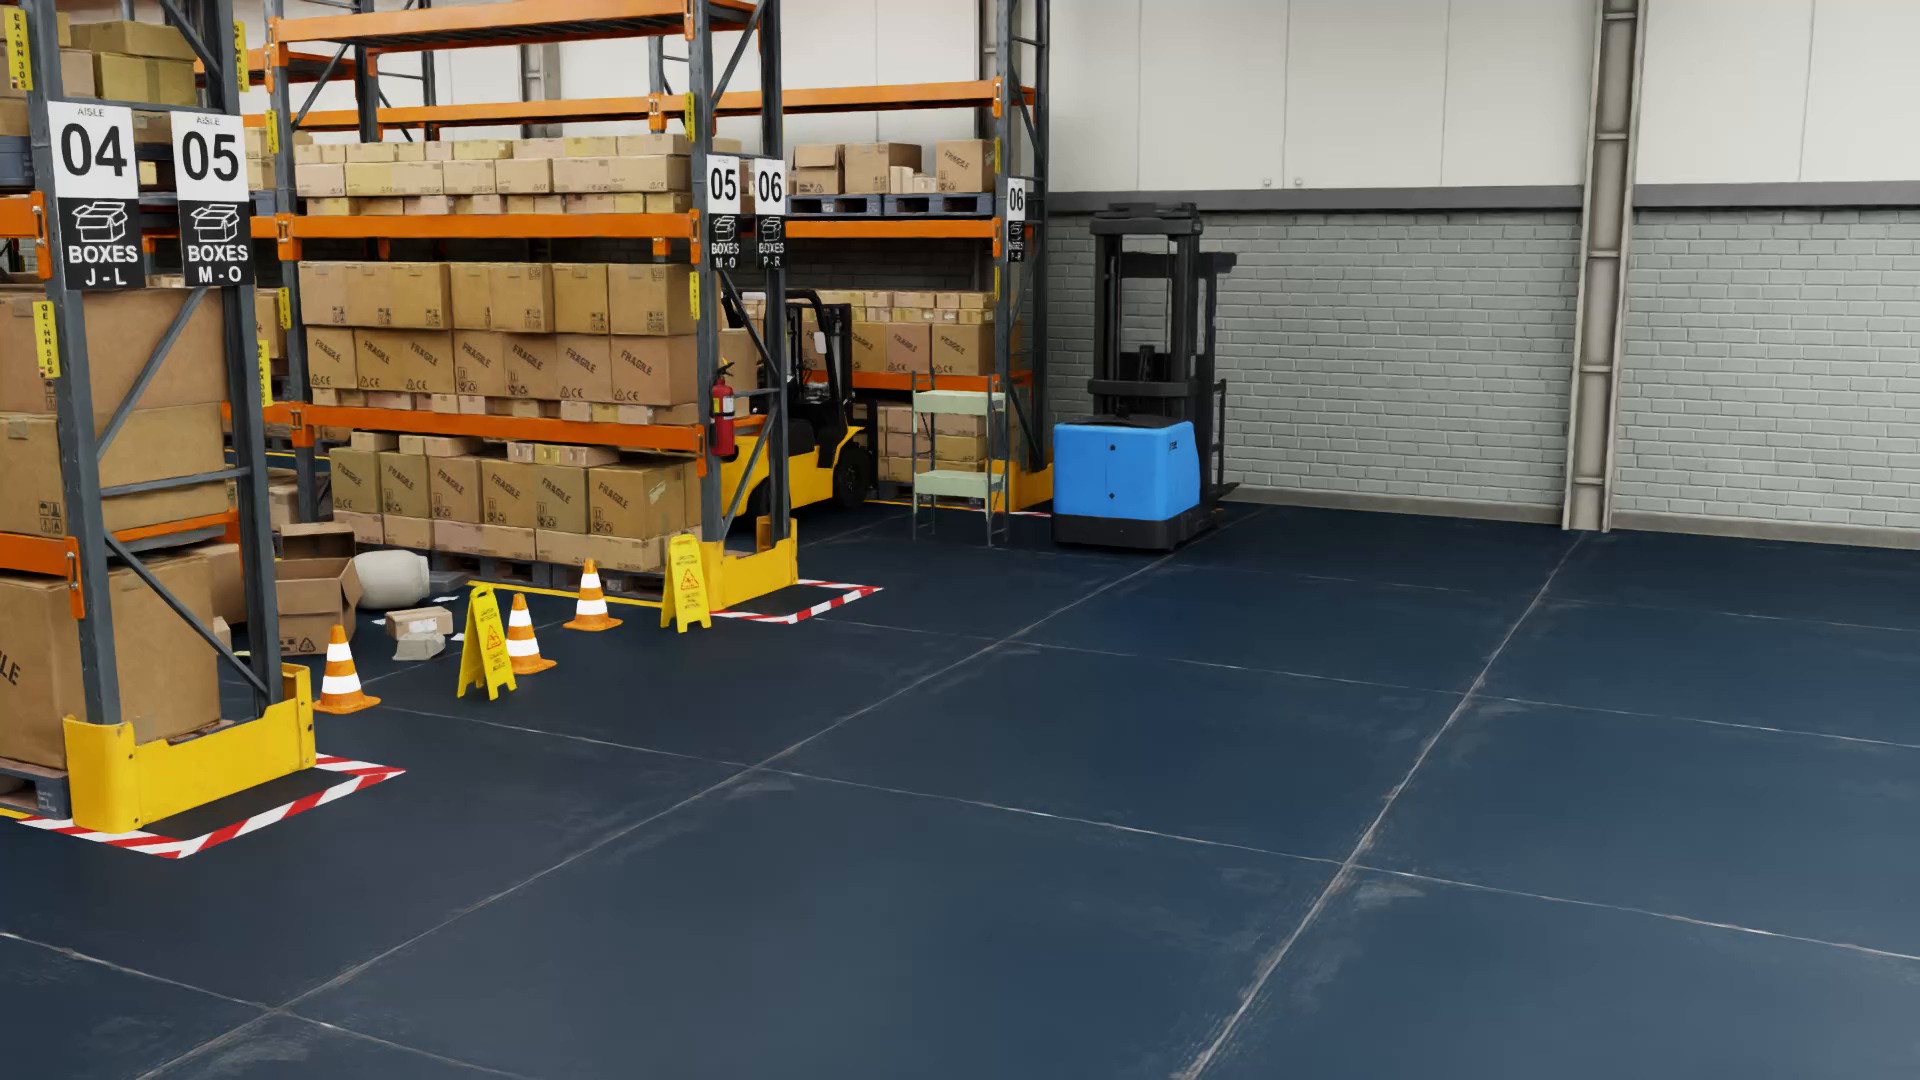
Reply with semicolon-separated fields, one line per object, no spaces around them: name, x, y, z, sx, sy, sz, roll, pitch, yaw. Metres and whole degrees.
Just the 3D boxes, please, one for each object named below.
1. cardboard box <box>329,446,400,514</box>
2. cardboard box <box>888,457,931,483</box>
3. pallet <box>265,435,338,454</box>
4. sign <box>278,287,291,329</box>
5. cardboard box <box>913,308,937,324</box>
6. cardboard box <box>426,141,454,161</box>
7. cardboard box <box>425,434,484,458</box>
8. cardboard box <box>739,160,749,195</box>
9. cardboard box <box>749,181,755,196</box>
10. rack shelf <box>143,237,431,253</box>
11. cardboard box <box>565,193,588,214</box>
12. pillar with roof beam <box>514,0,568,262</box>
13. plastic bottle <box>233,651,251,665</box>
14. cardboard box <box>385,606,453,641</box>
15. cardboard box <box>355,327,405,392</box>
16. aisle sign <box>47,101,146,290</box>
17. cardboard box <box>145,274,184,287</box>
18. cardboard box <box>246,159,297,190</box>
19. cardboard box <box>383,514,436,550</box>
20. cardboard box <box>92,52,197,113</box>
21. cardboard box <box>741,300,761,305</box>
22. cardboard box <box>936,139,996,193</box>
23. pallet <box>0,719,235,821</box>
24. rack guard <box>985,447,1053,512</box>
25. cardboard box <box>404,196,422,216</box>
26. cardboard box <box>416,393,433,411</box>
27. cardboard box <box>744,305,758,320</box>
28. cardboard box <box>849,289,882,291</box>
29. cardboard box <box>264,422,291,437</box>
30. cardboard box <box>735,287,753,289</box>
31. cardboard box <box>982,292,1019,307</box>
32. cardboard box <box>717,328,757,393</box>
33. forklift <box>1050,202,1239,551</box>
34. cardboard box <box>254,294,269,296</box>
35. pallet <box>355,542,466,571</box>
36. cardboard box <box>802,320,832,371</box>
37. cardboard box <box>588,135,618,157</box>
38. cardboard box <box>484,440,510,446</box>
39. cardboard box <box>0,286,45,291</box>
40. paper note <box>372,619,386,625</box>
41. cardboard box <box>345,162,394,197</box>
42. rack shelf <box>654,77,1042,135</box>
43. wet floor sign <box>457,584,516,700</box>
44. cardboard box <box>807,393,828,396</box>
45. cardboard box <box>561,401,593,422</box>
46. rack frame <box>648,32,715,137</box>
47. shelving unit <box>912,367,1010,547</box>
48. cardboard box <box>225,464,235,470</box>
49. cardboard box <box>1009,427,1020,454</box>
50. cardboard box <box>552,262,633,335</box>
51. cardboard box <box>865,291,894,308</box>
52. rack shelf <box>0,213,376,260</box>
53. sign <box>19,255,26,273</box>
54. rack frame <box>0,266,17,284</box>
cardboard box;-4.758;-0.510;13.561;0.500;0.500;0.500;6;12;29
cardboard box;-0.390;-0.736;16.914;0.500;0.250;0.500;5;11;26
pallet;-8.304;-1.274;21.178;1.213;0.211;1.003;5;11;26
sign;-5.410;-1.858;13.321;0.005;0.325;0.100;5;11;26
cardboard box;-0.270;-2.251;16.645;0.250;0.149;0.380;5;12;27
cardboard box;-3.837;-2.951;12.656;0.250;0.149;0.380;5;11;25
cardboard box;-3.968;-0.749;13.059;0.250;0.149;0.380;6;12;29
cardboard box;-1.913;-2.693;12.348;0.500;0.250;0.500;5;11;25
cardboard box;-2.017;-3.634;17.209;0.250;0.149;0.380;5;12;28
rack shelf;-8.355;-3.765;20.707;4.000;0.370;1.077;5;11;26
cardboard box;-2.683;-2.469;12.232;0.250;0.149;0.380;5;11;26
pillar with roof beam;-6.898;-4.791;15.934;0.400;9.000;9.100;5;11;26
plastic bottle;-4.501;0.741;10.465;0.283;0.061;0.133;1;10;6
cardboard box;-3.649;0.560;11.216;0.380;0.149;0.250;-7;12;-33
cardboard box;-4.436;-1.458;13.245;0.500;0.500;0.500;5;11;26
aisle sign;-3.749;-1.489;7.235;0.004;0.787;0.394;5;11;26
cardboard box;-7.163;-2.330;15.064;0.250;0.149;0.380;4;11;23
cardboard box;-5.755;-3.009;13.751;0.500;0.250;0.500;5;11;25
cardboard box;-4.274;-0.101;13.406;0.500;0.250;0.500;6;12;29
cardboard box;-3.999;-2.147;7.872;0.500;0.250;0.500;5;11;26
cardboard box;-2.127;-2.551;17.464;0.250;0.149;0.380;5;12;27
cardboard box;0.108;-3.632;16.211;0.500;0.500;0.500;5;12;28
pallet;-4.432;1.058;8.290;1.213;0.211;1.003;5;11;26
rack guard;0.634;-0.623;16.768;0.348;0.500;1.175;5;11;26
cardboard box;-4.074;-2.585;12.875;0.250;0.149;0.380;5;11;24
cardboard box;-4.066;-1.109;13.138;0.250;0.149;0.380;5;11;26
cardboard box;-2.138;-2.404;17.487;0.250;0.149;0.380;5;12;27
cardboard box;-0.968;-2.557;17.496;0.250;0.149;0.380;5;11;26
cardboard box;-8.425;-1.581;20.881;0.500;0.500;0.500;5;11;24
cardboard box;-2.348;-2.681;18.186;0.250;0.149;0.380;5;11;24
cardboard box;0.406;-2.430;16.798;0.250;0.149;0.380;5;11;25
cardboard box;-1.882;-1.339;12.590;0.500;0.500;0.500;5;11;25
forklift;1.853;-1.571;15.182;1.130;2.935;3.031;5;11;24
cardboard box;-6.128;-1.818;14.056;0.500;0.500;0.500;5;11;26
pallet;-4.549;0.042;13.903;1.213;0.211;1.003;5;11;26
cardboard box;-1.321;-2.021;17.196;0.500;0.500;0.500;5;11;26
cardboard box;-2.465;-2.830;11.986;0.250;0.149;0.380;5;11;25
cardboard box;-4.061;-0.556;13.816;0.500;0.500;0.500;5;12;27
cardboard box;-4.530;-0.932;8.006;0.550;0.550;0.875;5;11;26
paper note;-4.004;0.557;11.597;0.148;0.019;0.142;-10;14;-43
cardboard box;-4.427;-2.808;12.986;0.500;0.250;0.500;5;11;25
rack shelf;-1.181;-4.414;16.992;4.000;0.370;1.077;5;11;26
wet floor sign;-2.778;0.581;9.706;0.232;0.644;0.267;3;11;16
cardboard box;-1.539;-1.428;17.933;0.500;0.250;0.500;5;11;26
cardboard box;-2.751;-0.975;12.399;0.250;0.149;0.380;5;12;27
rack frame;-2.974;-5.122;17.763;0.127;3.000;1.000;5;11;26
shelving unit;0.006;-0.737;14.594;0.755;1.500;0.431;5;11;26
cardboard box;-6.909;-0.442;14.950;0.625;0.372;0.950;5;12;28
cardboard box;0.283;-1.025;17.107;0.500;0.250;0.500;5;12;27
cardboard box;-2.586;-1.796;12.307;0.500;0.500;0.700;5;11;26
cardboard box;-0.756;-2.429;16.792;0.250;0.149;0.380;5;12;27
rack shelf;-6.961;-2.657;14.584;4.000;0.370;1.077;5;11;26
sign;-13.472;-3.928;23.872;0.005;0.325;0.100;5;11;26
rack frame;-8.755;-1.692;15.657;0.127;3.000;1.000;5;11;26
